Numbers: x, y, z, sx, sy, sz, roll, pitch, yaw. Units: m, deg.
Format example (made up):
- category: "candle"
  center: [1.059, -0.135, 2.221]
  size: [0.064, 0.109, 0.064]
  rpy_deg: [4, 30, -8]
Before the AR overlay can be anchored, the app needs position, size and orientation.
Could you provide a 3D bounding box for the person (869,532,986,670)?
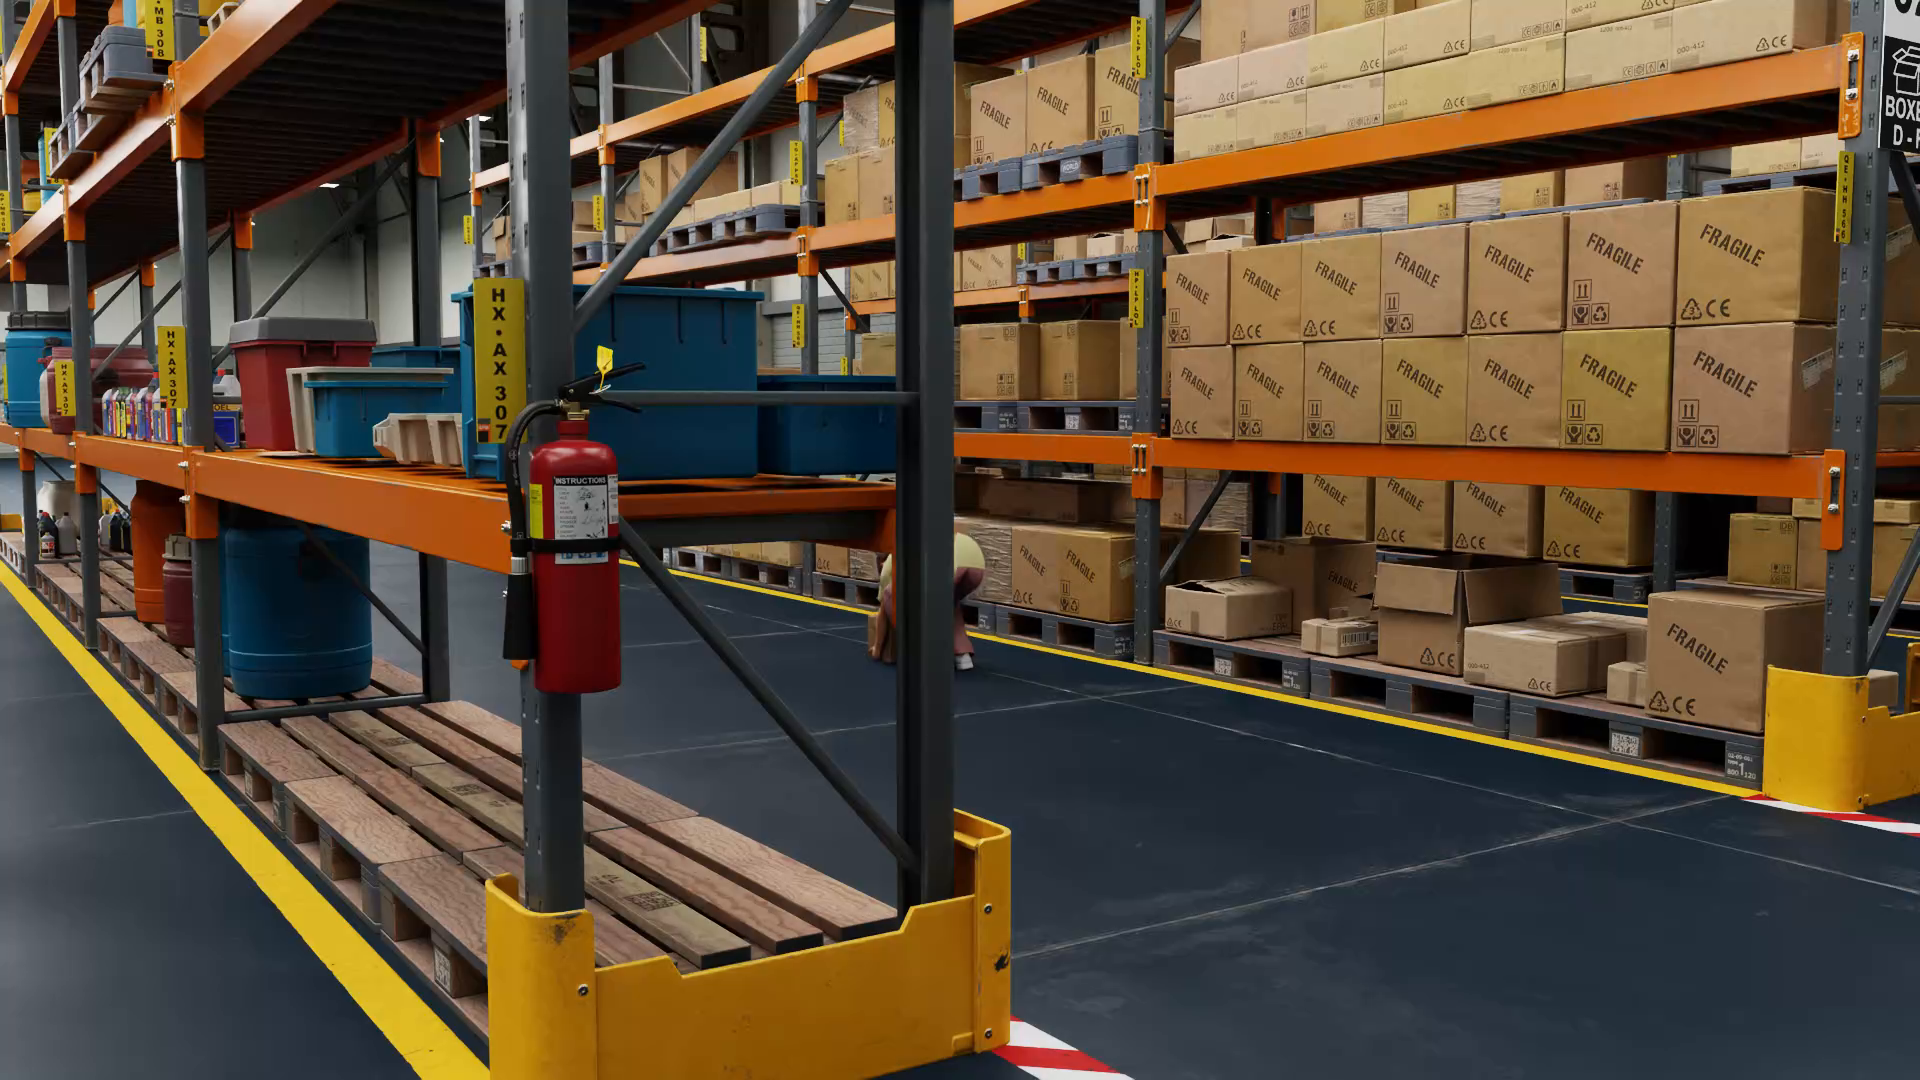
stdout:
- category: "person"
  center: [-0.208, 0.344, 9.471]
  size: [0.472, 0.795, 0.864]
  rpy_deg: [-3, 6, -35]
